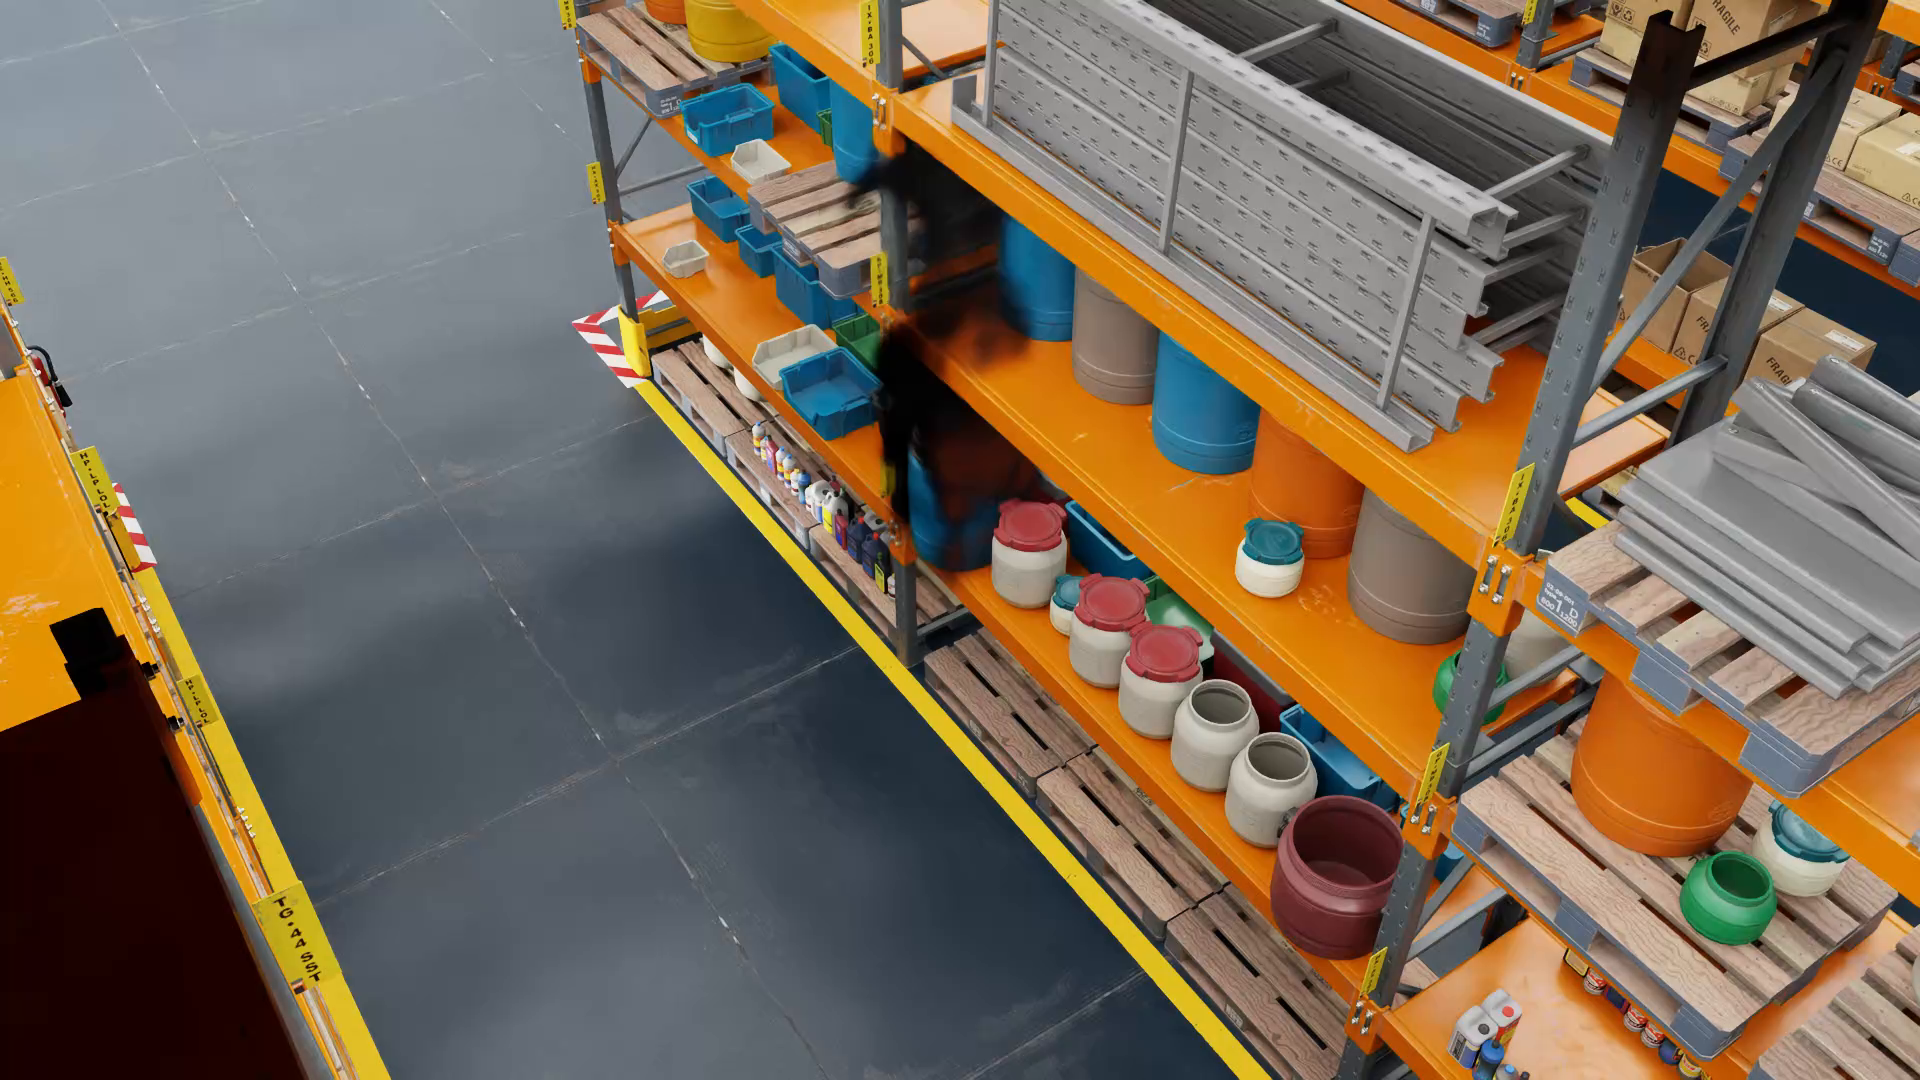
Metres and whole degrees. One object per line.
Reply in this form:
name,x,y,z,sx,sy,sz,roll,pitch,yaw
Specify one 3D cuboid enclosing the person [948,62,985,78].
person,0.129,-4.804,15.776,0.553,1.659,0.620,-9,43,-10
